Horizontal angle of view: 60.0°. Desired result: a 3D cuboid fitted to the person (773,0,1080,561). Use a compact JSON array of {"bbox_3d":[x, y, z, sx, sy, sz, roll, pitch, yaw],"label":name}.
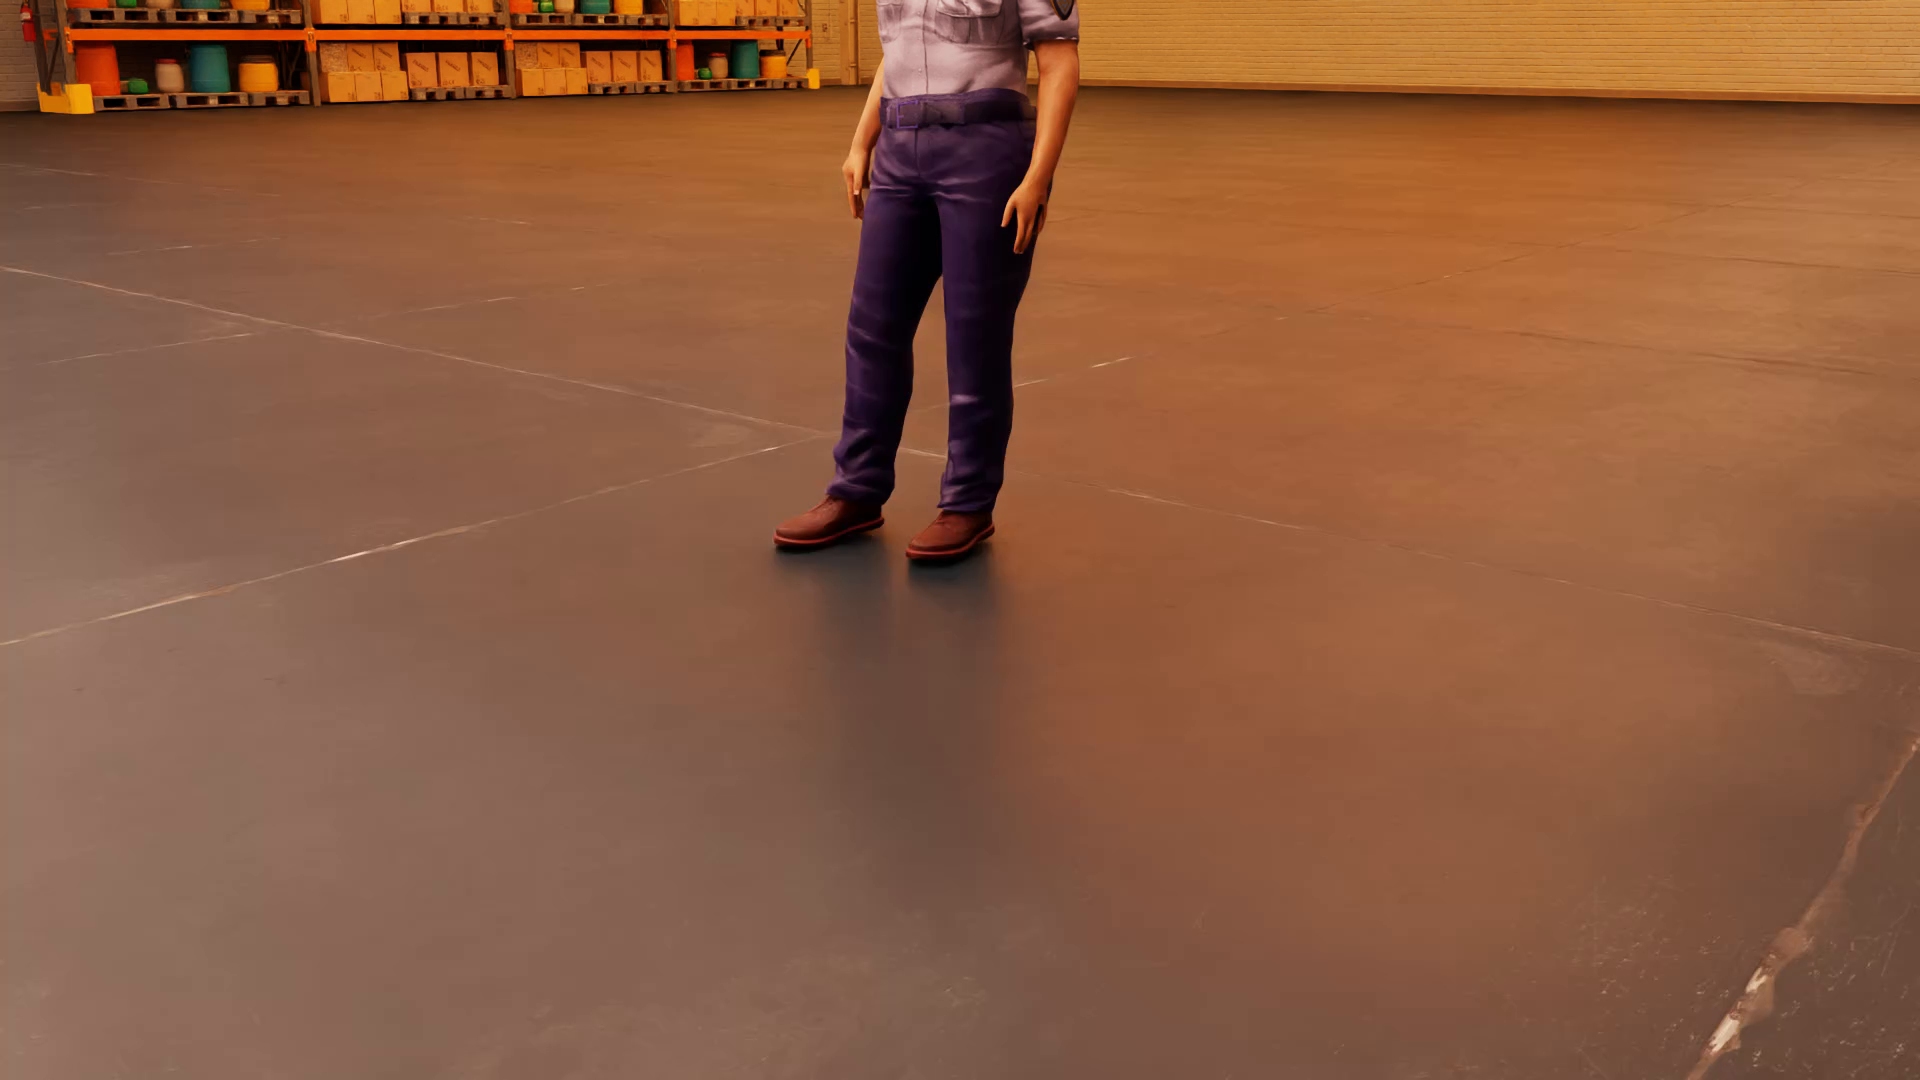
[{"bbox_3d":[-0.075,-0.779,3.648,0.598,1.651,0.502,13,21,37],"label":"person"}]
